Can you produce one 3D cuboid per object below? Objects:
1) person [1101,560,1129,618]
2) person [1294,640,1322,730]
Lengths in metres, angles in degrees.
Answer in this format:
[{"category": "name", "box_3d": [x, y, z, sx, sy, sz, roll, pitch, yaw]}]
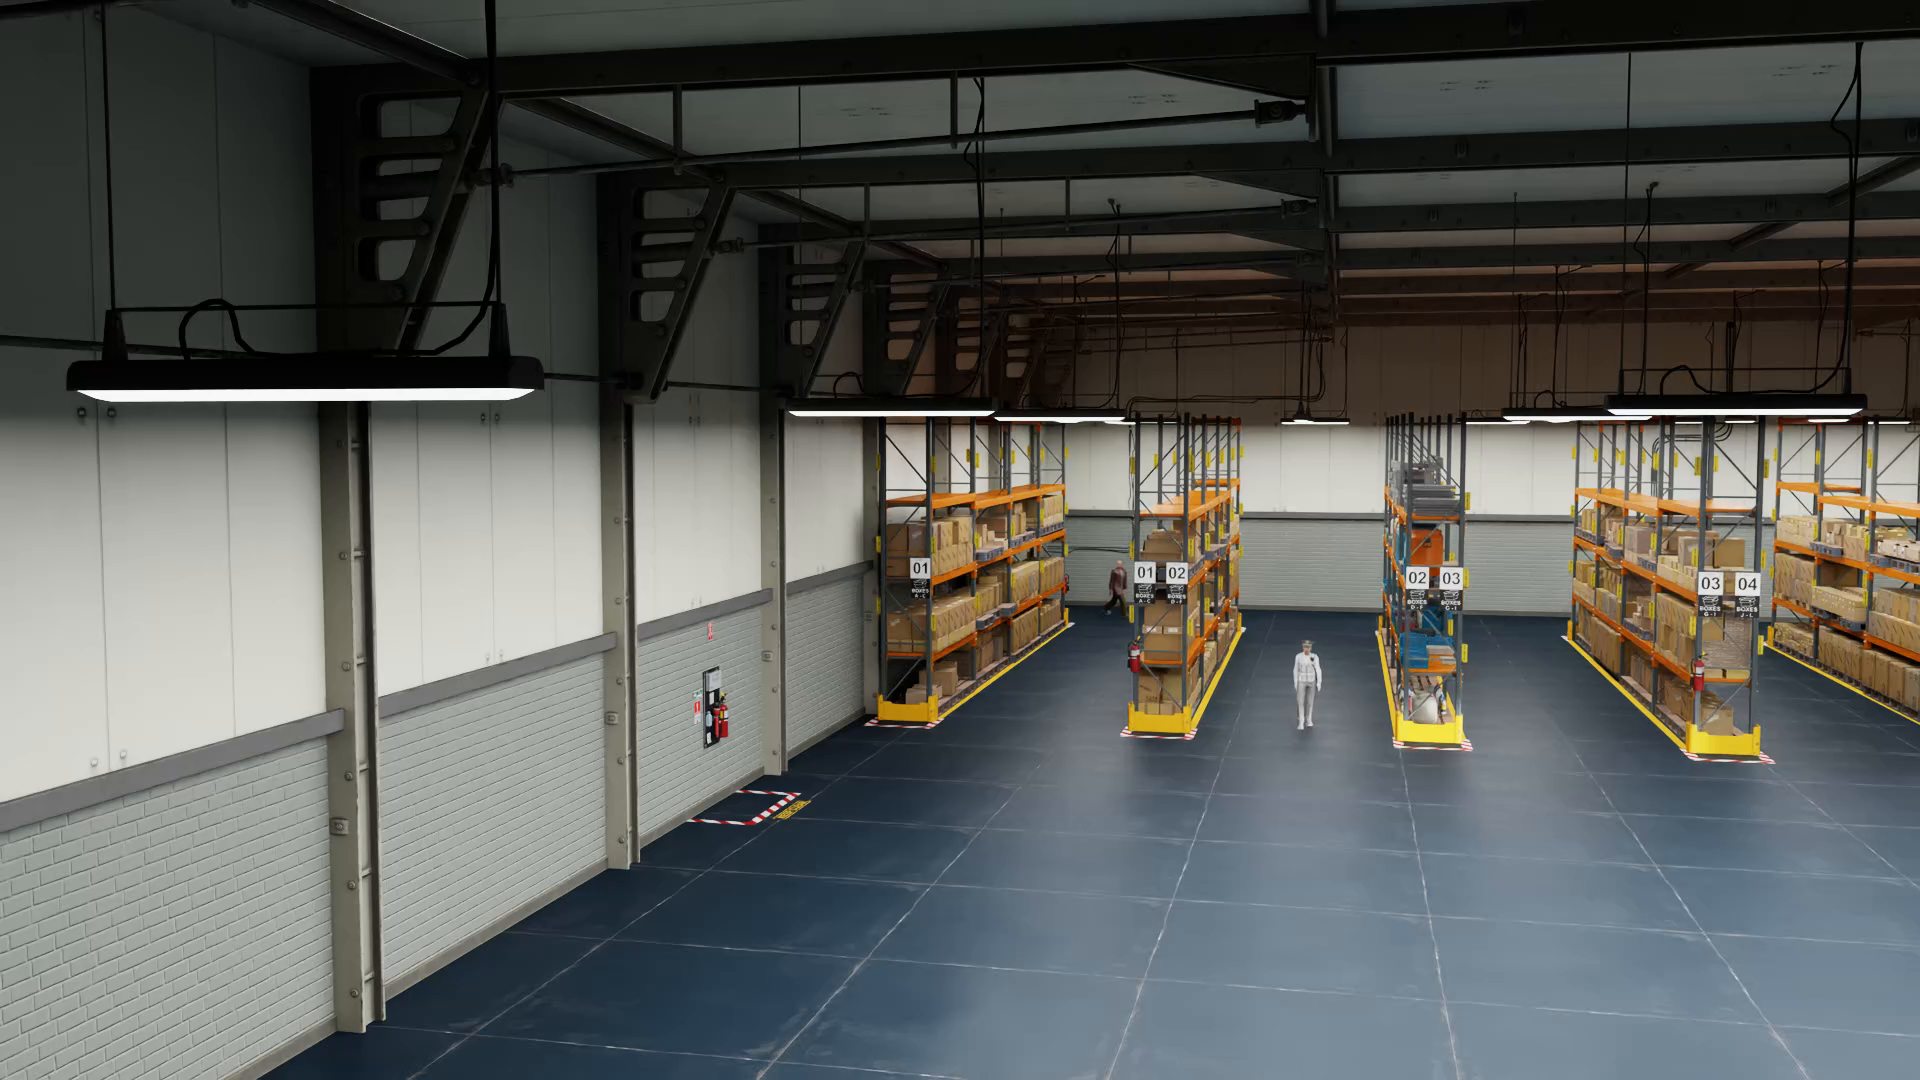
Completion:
[{"category": "person", "box_3d": [4.752, 1.469, 50.186, 1.188, 1.722, 0.557, 3, 5, 36]}, {"category": "person", "box_3d": [6.624, 2.760, 31.706, 0.525, 1.724, 0.524, 1, 4, 11]}]
